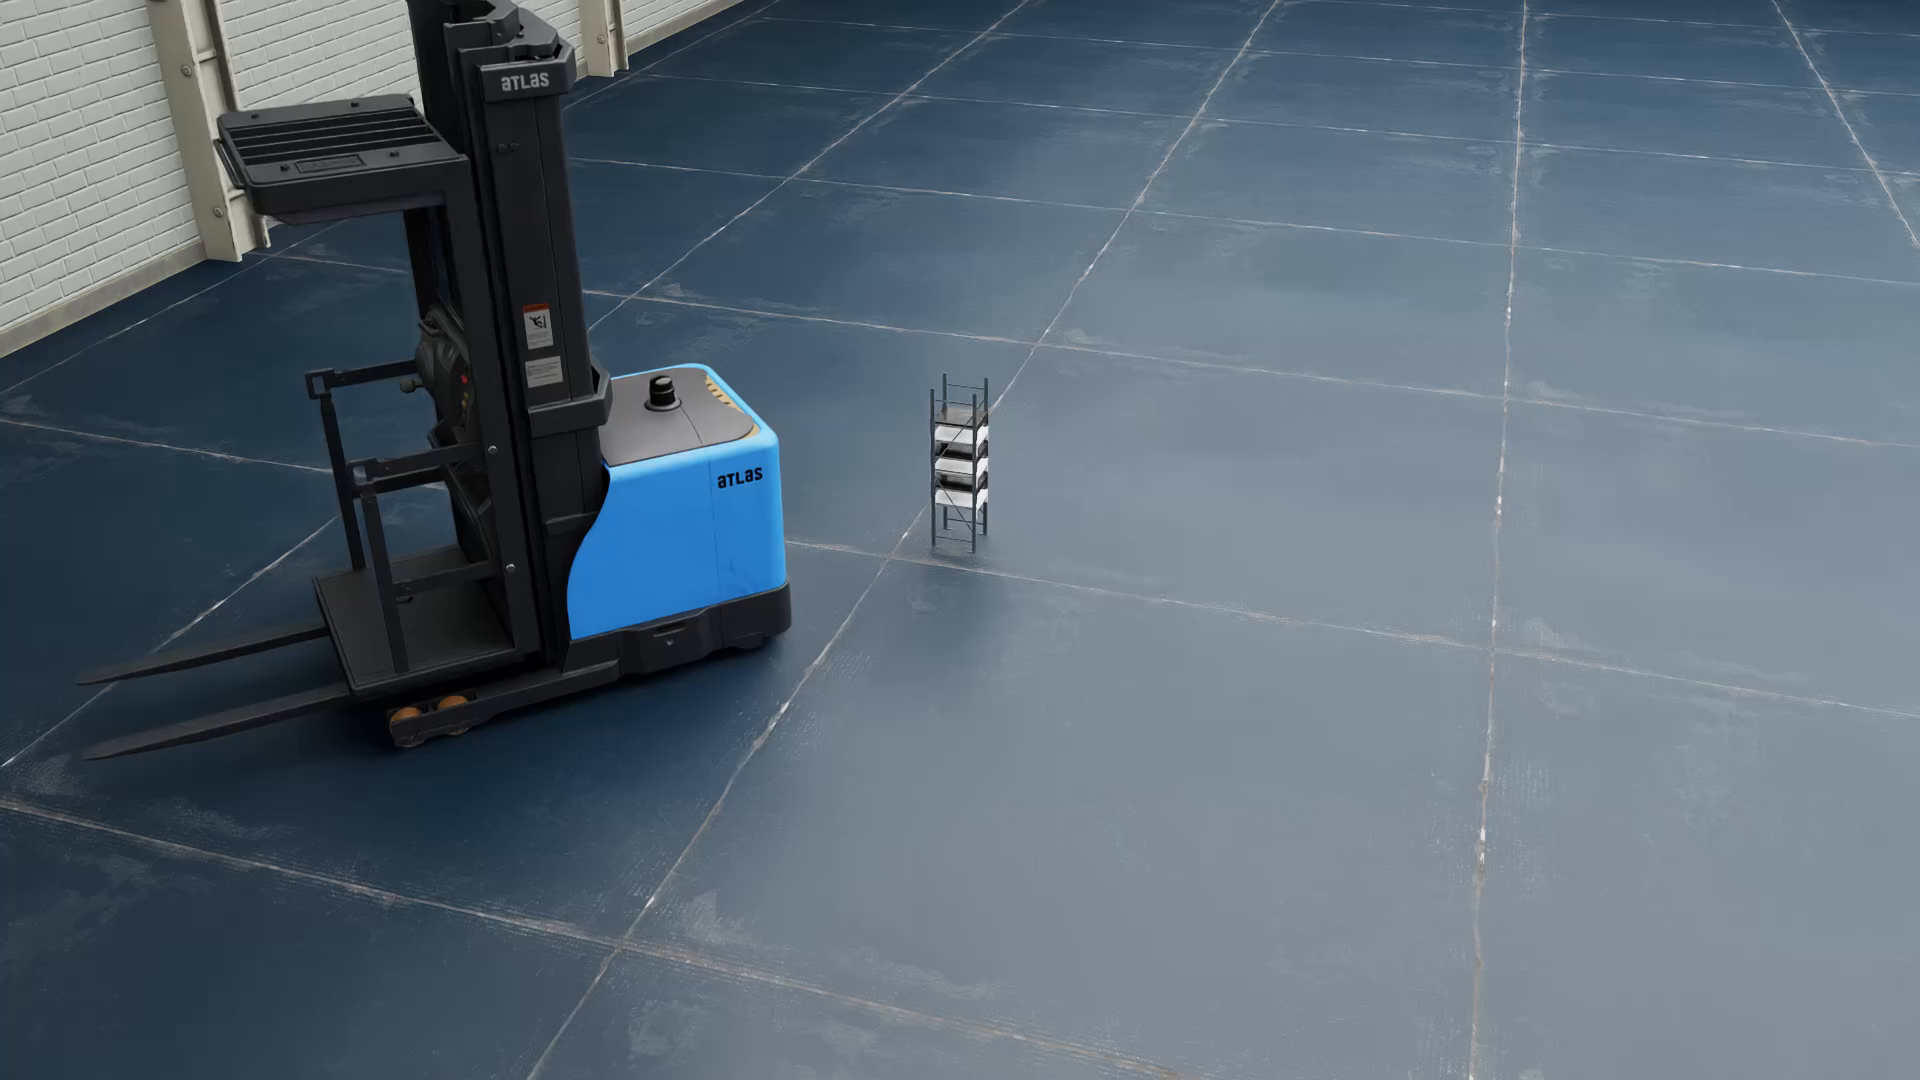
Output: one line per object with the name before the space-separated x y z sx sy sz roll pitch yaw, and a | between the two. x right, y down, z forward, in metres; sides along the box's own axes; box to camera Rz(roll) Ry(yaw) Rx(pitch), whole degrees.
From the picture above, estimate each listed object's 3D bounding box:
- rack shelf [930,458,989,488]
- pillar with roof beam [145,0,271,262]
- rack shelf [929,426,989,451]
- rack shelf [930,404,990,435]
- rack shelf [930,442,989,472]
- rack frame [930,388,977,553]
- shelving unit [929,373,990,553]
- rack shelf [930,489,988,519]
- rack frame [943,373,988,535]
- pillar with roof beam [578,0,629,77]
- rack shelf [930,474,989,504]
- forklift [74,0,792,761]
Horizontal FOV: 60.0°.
rack shelf | -0.002 -0.360 8.541 0.258 0.077 0.200 8 30 15
pillar with roof beam | -1.405 -5.522 9.420 9.100 9.000 0.400 8 30 15
rack shelf | -0.002 -0.518 8.453 0.258 0.077 0.200 8 30 15
rack shelf | -0.002 -0.596 8.409 0.258 0.077 0.200 8 30 15
rack shelf | -0.002 -0.439 8.497 0.258 0.077 0.200 8 30 15
rack frame | -0.032 -0.342 8.440 0.240 0.900 0.006 8 30 15
shelving unit | -0.002 -0.389 8.524 0.258 0.900 0.210 8 30 15
rack shelf | -0.002 -0.203 8.628 0.258 0.077 0.200 8 30 15
rack frame | 0.027 -0.437 8.609 0.240 0.900 0.006 8 30 15
pillar with roof beam | 0.356 -8.311 14.433 9.100 9.000 0.400 8 30 15
rack shelf | -0.002 -0.282 8.584 0.258 0.077 0.200 8 30 15
forklift | -2.346 -0.685 6.966 3.031 2.935 1.130 -14 32 -24
